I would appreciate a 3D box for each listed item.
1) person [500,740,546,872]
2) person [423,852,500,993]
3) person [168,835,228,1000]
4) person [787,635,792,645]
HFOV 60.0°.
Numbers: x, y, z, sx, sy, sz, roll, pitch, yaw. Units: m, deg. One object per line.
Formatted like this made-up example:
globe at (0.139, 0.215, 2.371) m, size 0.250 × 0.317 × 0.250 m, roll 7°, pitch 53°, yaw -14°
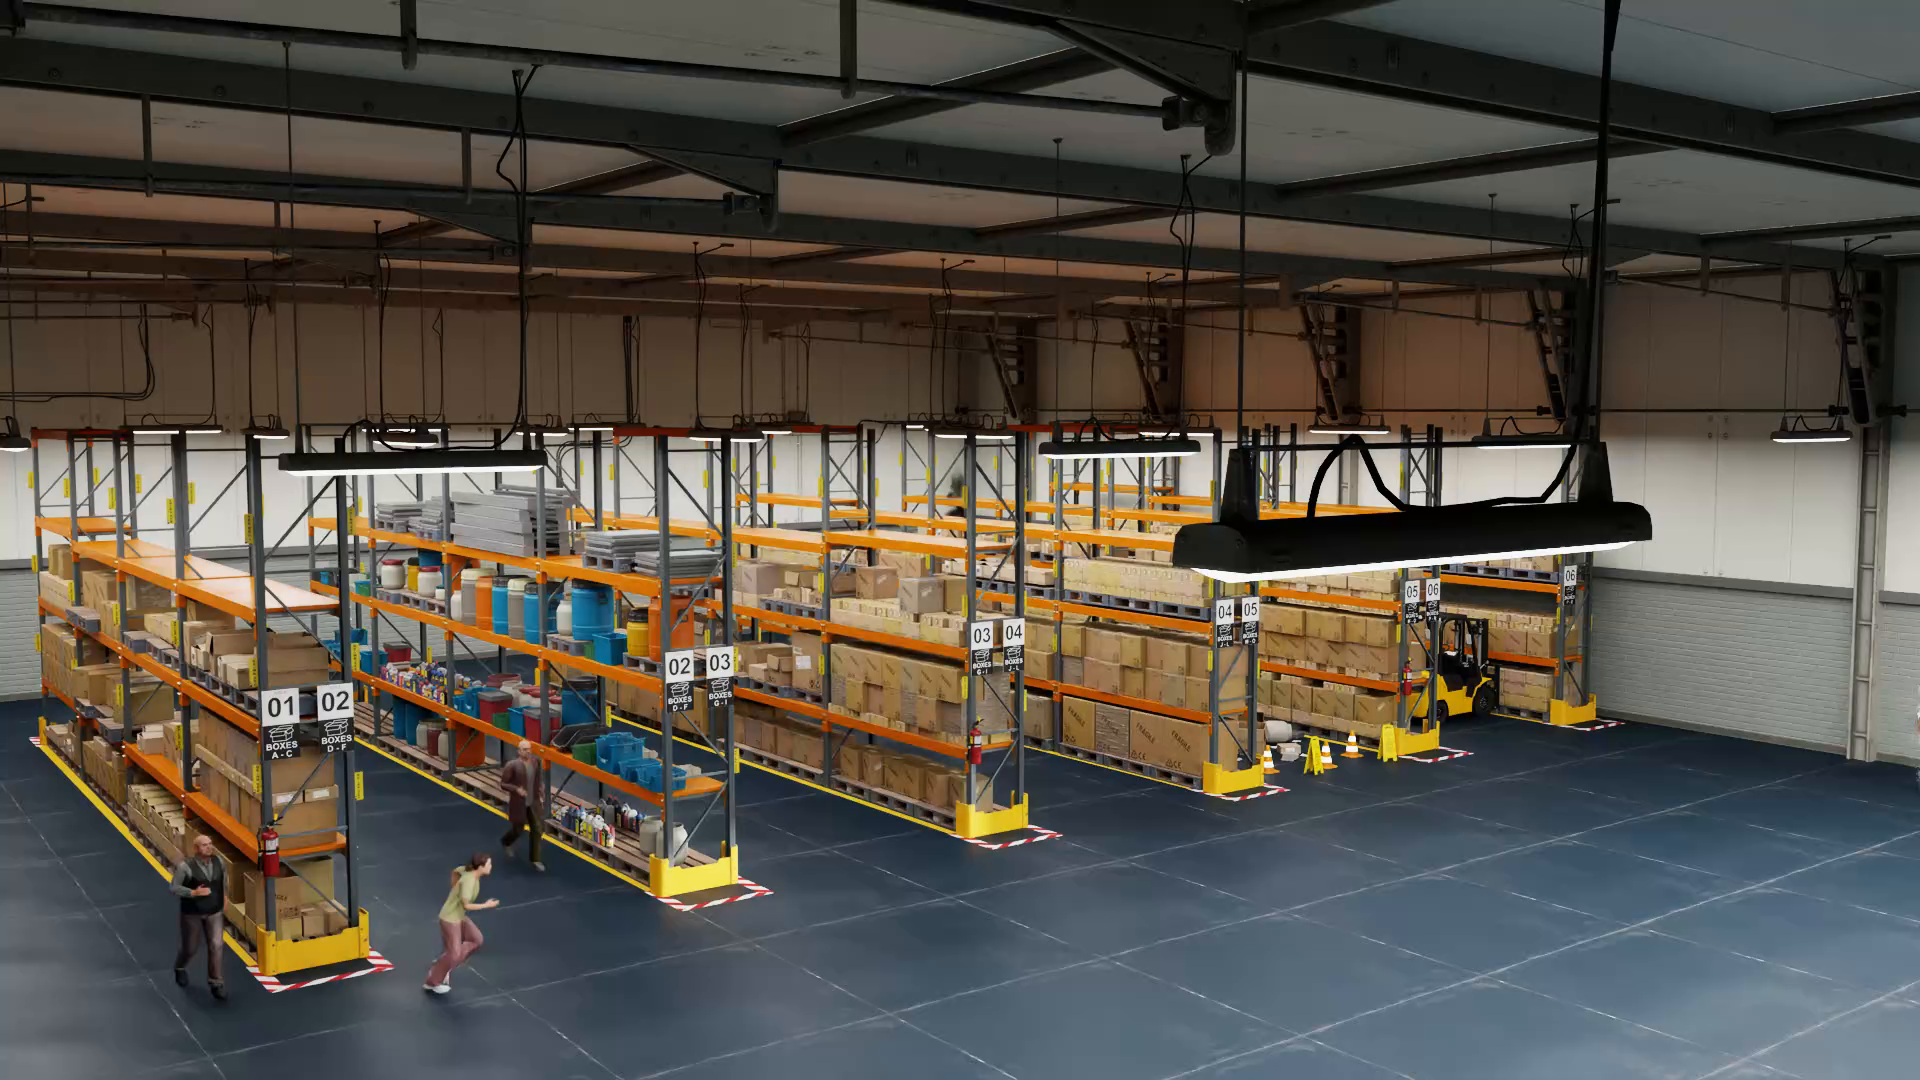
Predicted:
person at (-6.045, 3.633, 22.994) m, size 0.689 × 1.772 × 1.035 m, roll -4°, pitch 6°, yaw -41°
person at (-5.445, 4.151, 18.155) m, size 0.835 × 1.519 × 0.605 m, roll -1°, pitch 5°, yaw -10°
person at (-8.174, 4.041, 17.972) m, size 0.690 × 1.695 × 1.005 m, roll -4°, pitch 6°, yaw -44°
person at (-4.061, 2.110, 42.840) m, size 0.999 × 1.835 × 0.606 m, roll -4°, pitch 6°, yaw -42°
